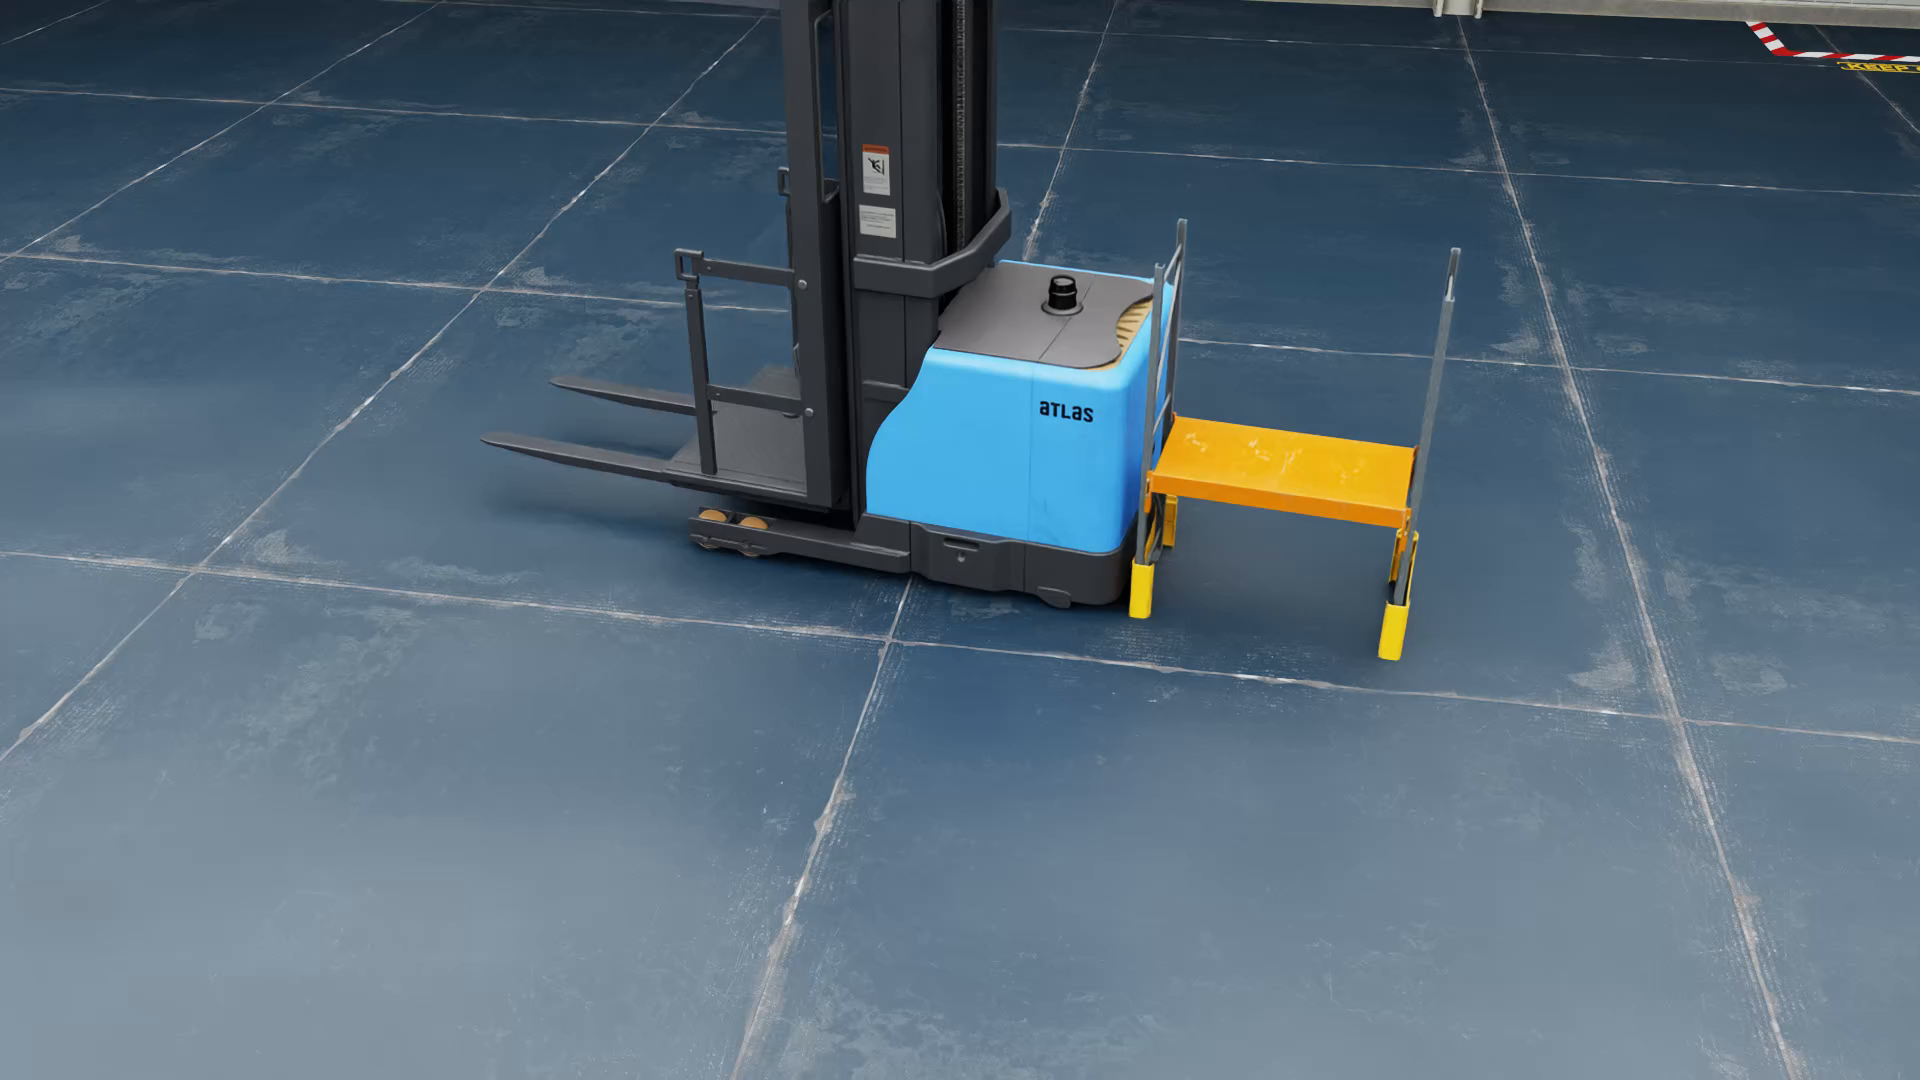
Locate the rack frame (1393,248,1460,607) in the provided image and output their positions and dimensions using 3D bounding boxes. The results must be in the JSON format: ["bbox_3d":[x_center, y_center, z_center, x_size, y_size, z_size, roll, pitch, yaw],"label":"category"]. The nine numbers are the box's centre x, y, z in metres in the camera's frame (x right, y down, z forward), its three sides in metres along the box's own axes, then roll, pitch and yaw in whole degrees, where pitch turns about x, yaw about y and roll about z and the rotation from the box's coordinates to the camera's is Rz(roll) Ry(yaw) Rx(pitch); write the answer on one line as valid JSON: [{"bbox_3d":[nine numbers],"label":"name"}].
[{"bbox_3d":[1.762,-0.316,6.341,0.032,1.500,0.500,9,33,14],"label":"rack frame"}]

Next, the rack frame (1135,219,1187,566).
[{"bbox_3d":[0.788,-0.471,6.590,0.032,1.500,0.500,9,33,14],"label":"rack frame"}]

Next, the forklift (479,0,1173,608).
[{"bbox_3d":[-0.649,-1.425,6.763,3.031,2.935,1.130,10,33,16],"label":"forklift"}]

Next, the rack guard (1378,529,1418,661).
[{"bbox_3d":[1.761,0.214,6.673,0.087,0.250,0.587,9,33,14],"label":"rack guard"}]

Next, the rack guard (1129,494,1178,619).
[{"bbox_3d":[0.807,0.061,6.917,0.087,0.250,0.587,9,33,14],"label":"rack guard"}]

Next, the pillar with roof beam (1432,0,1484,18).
[{"bbox_3d":[3.663,-6.223,8.710,0.400,9.000,9.100,5,32,8],"label":"pillar with roof beam"}]

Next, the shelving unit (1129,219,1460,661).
[{"bbox_3d":[1.284,-0.392,6.463,1.083,1.500,0.587,9,33,14],"label":"shelving unit"}]

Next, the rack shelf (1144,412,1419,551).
[{"bbox_3d":[1.275,-0.241,6.561,1.000,0.185,0.538,9,33,14],"label":"rack shelf"}]
